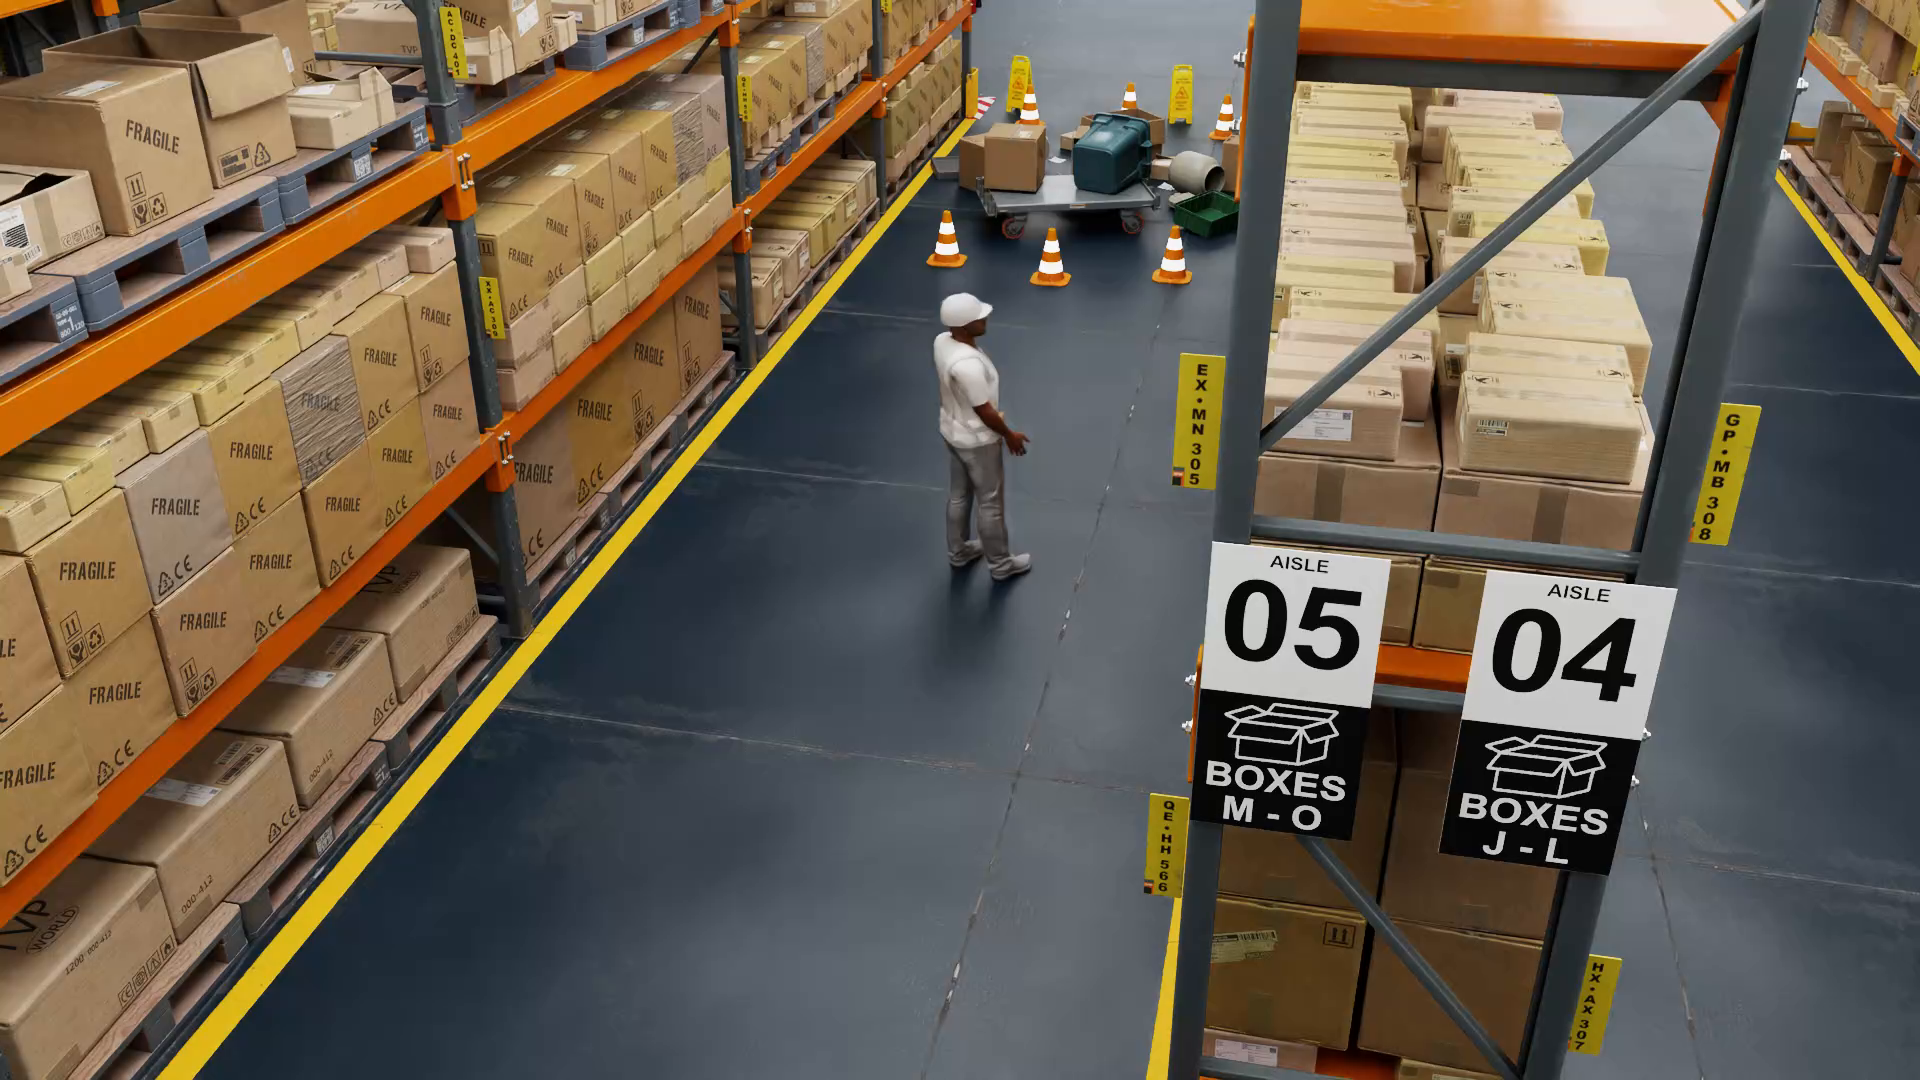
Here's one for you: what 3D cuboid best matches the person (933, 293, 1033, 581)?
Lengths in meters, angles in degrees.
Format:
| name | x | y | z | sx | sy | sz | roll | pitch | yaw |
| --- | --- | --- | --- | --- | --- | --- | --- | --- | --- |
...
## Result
| name | x | y | z | sx | sy | sz | roll | pitch | yaw |
| --- | --- | --- | --- | --- | --- | --- | --- | --- | --- |
| person | 0.132 | -0.630 | 9.724 | 0.563 | 1.771 | 0.559 | -11 | 30 | -19 |
